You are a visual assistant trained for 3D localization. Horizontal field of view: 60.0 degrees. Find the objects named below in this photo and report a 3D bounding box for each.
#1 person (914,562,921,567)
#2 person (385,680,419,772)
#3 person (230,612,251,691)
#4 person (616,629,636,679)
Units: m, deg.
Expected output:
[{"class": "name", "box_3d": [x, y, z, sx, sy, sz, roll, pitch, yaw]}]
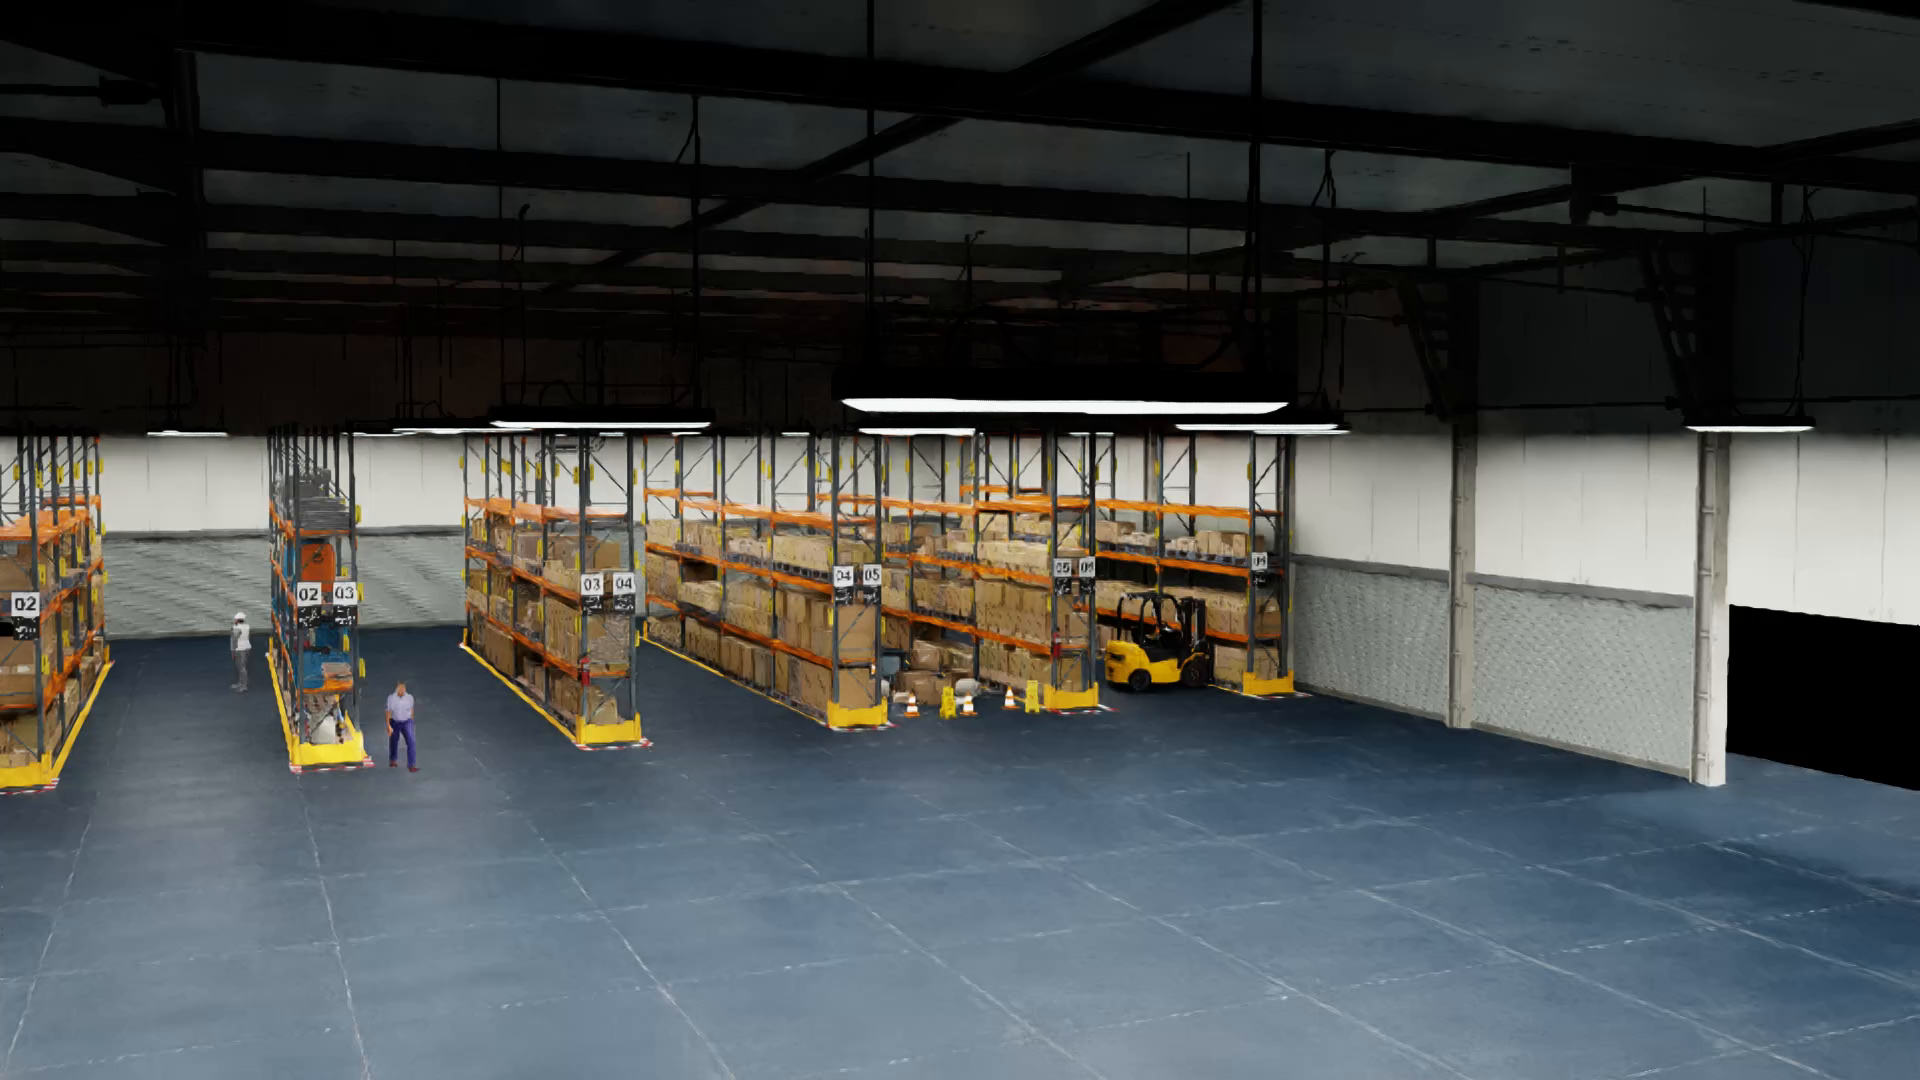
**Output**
[{"class": "person", "box_3d": [-1.312, 1.545, 54.757, 0.619, 1.655, 0.418, 2, 4, 34]}, {"class": "person", "box_3d": [-9.627, 3.175, 28.599, 0.481, 1.565, 1.091, -2, 4, -26]}, {"class": "person", "box_3d": [-16.394, 2.514, 37.855, 0.555, 1.772, 0.615, 0, 3, 4]}, {"class": "person", "box_3d": [-7.990, 2.512, 39.566, 0.592, 1.604, 0.513, -2, 4, -25]}]
